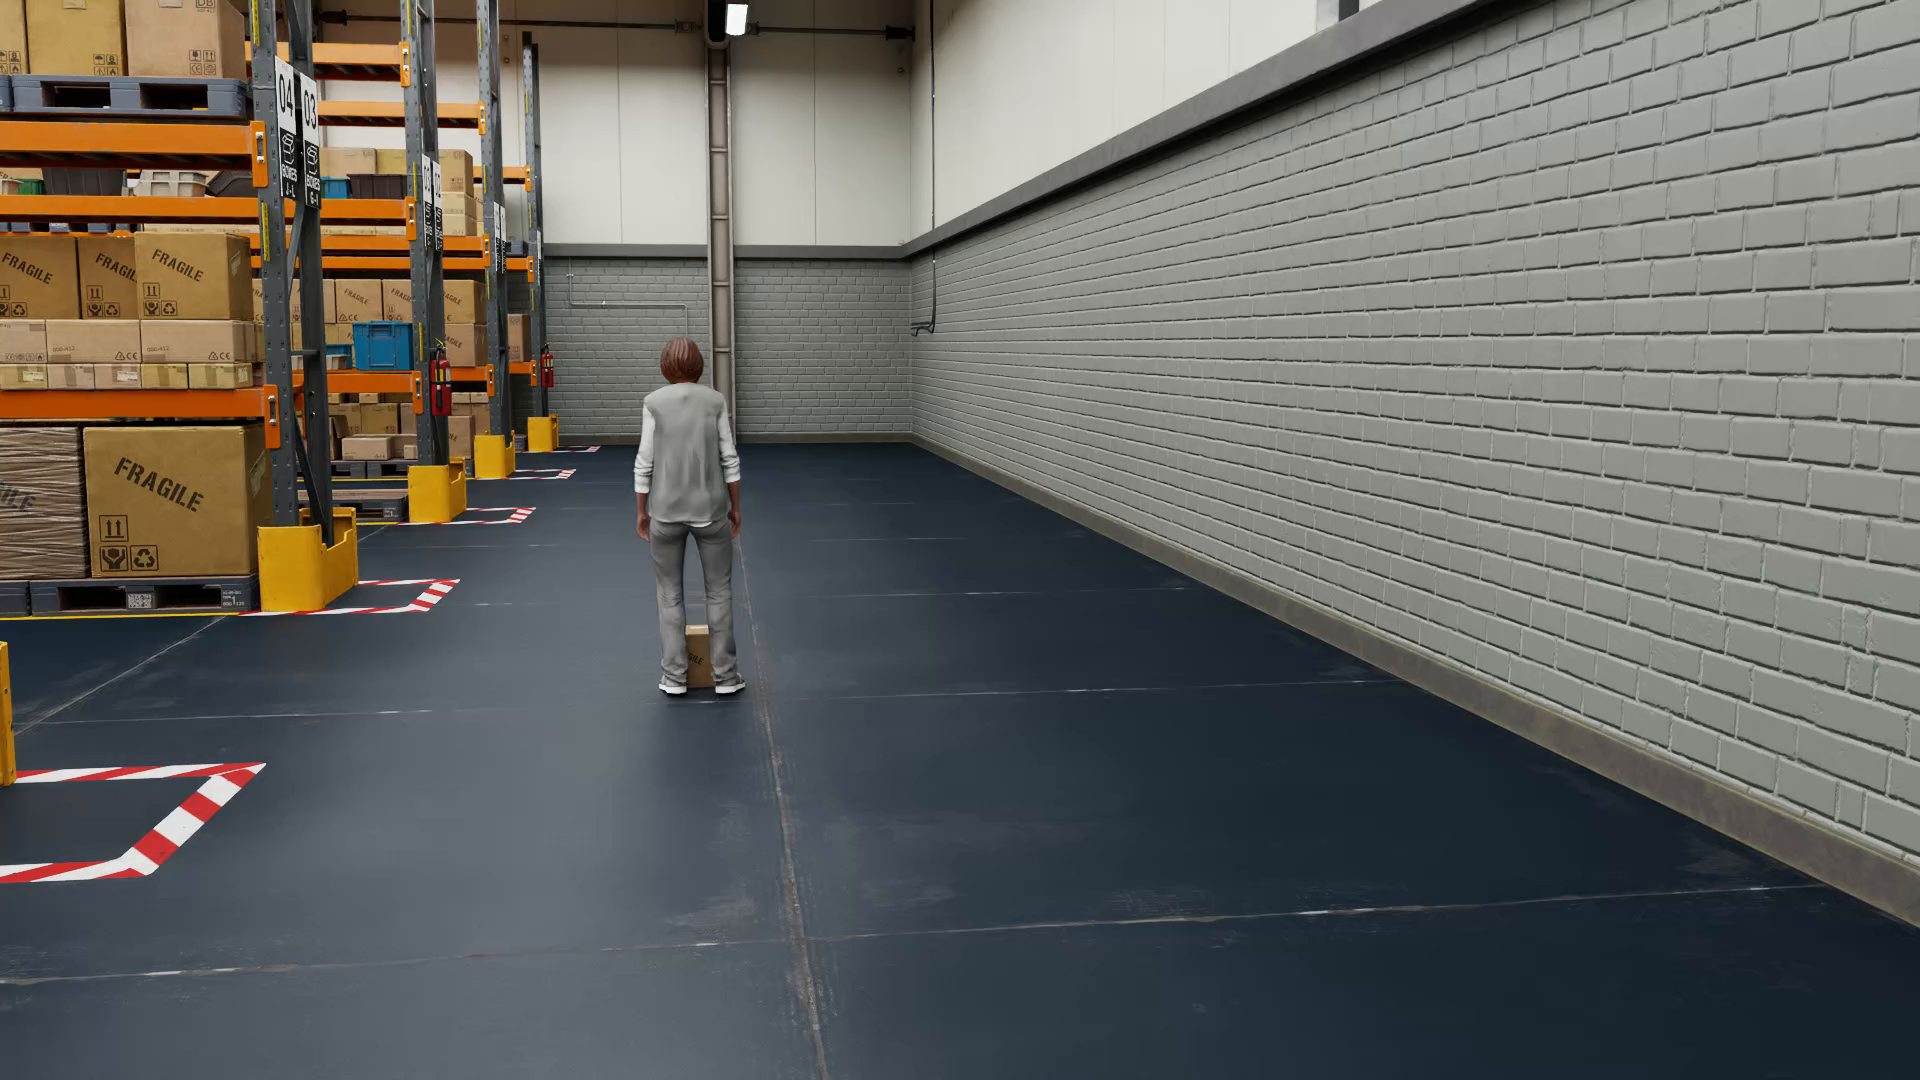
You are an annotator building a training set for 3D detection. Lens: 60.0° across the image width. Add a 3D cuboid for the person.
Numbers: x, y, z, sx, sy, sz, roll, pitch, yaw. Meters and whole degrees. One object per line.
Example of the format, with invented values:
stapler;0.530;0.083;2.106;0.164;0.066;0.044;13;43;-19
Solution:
person;-1.204;-0.096;7.400;0.472;1.580;0.366;-1;7;-10
